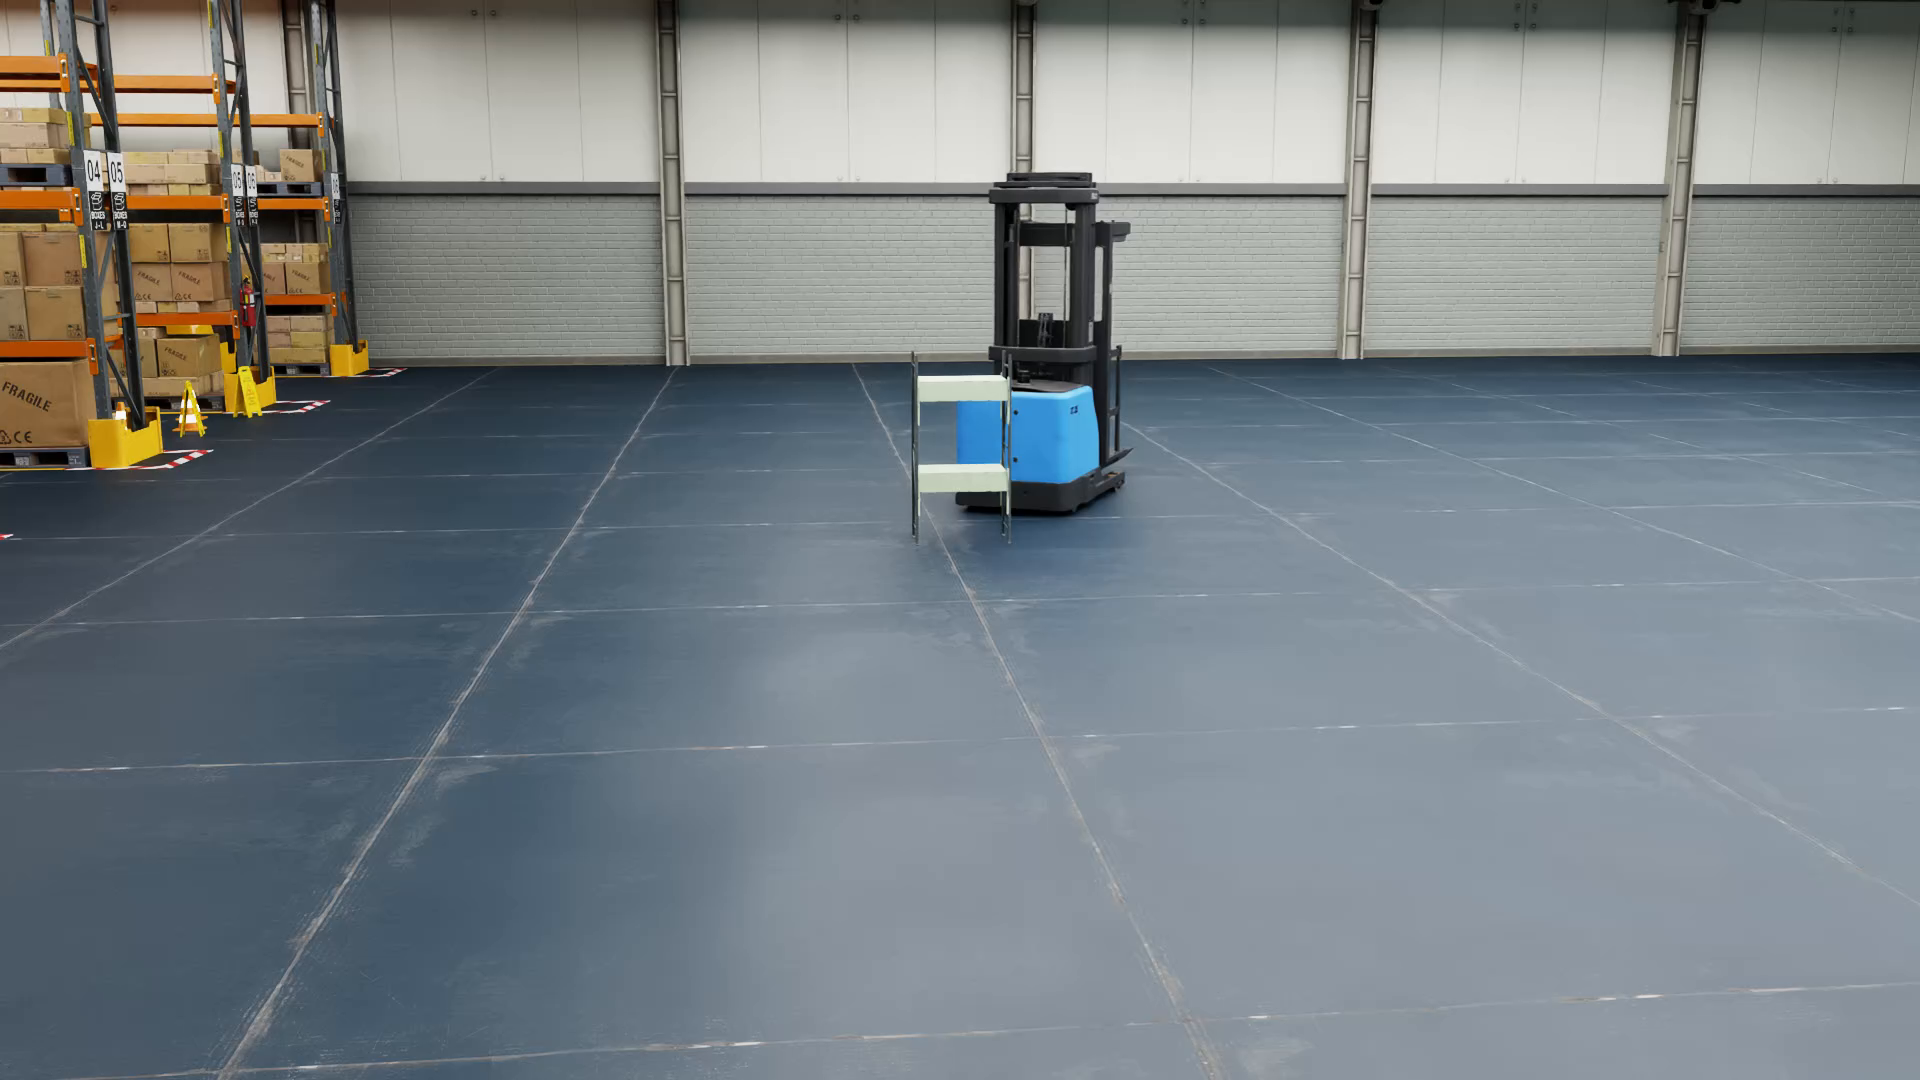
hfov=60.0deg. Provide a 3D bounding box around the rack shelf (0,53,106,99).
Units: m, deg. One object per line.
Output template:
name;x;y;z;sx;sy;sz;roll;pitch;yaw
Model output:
rack shelf;-10.868;-4.678;16.737;4.000;0.370;1.077;-1;11;-6

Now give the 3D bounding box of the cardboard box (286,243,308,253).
cardboard box;-10.630;-4.679;26.678;0.250;0.149;0.380;-1;11;-6

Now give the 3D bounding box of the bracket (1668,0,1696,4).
bracket;12.641;-9.516;29.112;0.430;0.232;0.235;-1;11;-6

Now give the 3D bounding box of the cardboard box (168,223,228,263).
cardboard box;-9.999;-3.906;21.836;0.500;0.500;0.700;-1;11;-7

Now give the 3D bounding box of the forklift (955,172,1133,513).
forklift;0.939;-1.917;15.523;1.130;2.935;3.031;4;12;20

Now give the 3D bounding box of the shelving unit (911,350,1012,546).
shelving unit;0.007;-0.736;13.224;0.755;1.500;0.431;-1;11;-6

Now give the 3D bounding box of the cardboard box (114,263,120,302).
cardboard box;-11.021;-3.384;21.775;0.500;0.500;0.500;-1;11;-6

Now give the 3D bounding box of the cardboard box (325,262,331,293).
cardboard box;-10.577;-4.316;27.288;0.500;0.500;0.500;-1;11;-4

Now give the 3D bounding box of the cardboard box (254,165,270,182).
cardboard box;-11.098;-5.804;26.342;0.258;0.266;0.396;-1;11;-6

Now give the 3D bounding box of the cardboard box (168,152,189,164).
cardboard box;-10.080;-4.951;21.582;0.250;0.149;0.380;-1;11;-5

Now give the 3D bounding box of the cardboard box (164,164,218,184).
cardboard box;-9.995;-4.754;21.617;0.500;0.250;0.500;-1;11;-7

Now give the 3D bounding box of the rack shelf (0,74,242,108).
rack shelf;-11.503;-5.820;21.517;4.000;0.370;1.077;-1;11;-6

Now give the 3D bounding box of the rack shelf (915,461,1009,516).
rack shelf;0.007;-0.416;13.287;0.720;0.370;0.431;-1;11;-6

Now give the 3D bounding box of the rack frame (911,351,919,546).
rack frame;-0.357;-0.728;13.185;0.023;1.500;0.400;-1;11;-6

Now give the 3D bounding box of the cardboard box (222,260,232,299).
cardboard box;-10.016;-3.511;22.420;0.500;0.500;0.500;-1;11;-7

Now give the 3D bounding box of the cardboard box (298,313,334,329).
cardboard box;-10.553;-3.598;27.341;0.500;0.250;0.500;-1;11;-7

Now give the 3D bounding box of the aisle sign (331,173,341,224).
aisle sign;-9.958;-5.445;26.549;0.004;0.787;0.394;-1;11;-6

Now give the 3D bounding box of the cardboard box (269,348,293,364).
cardboard box;-10.983;-3.002;26.903;0.500;0.250;0.500;-1;11;-6

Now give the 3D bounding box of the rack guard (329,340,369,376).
rack guard;-10.031;-2.998;27.323;0.348;0.500;1.175;-1;11;-6

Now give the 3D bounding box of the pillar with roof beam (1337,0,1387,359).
pillar with roof beam;7.515;-6.876;25.014;0.548;9.000;9.100;-1;11;-6

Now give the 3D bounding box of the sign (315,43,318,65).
sign;-10.010;-7.561;25.872;0.005;0.325;0.100;-1;11;-6

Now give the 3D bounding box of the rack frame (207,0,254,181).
rack frame;-9.515;-6.216;21.659;0.127;3.000;1.000;-1;11;-6

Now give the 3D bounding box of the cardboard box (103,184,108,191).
cardboard box;-11.116;-4.539;21.554;0.250;0.149;0.380;-2;11;-8

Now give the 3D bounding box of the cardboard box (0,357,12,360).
cardboard box;-10.421;-1.443;17.353;0.875;0.875;0.875;-1;11;-7

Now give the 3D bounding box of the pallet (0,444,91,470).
pallet;-9.666;-0.925;17.528;1.213;0.211;1.003;-1;11;-6

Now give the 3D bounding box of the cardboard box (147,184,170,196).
cardboard box;-10.351;-4.549;21.609;0.250;0.149;0.380;-1;11;-4

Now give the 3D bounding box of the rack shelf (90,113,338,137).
rack shelf;-12.043;-6.577;26.397;4.000;0.370;1.077;-1;11;-6

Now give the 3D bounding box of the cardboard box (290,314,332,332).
cardboard box;-10.479;-3.502;26.855;0.500;0.250;0.500;-1;11;-4

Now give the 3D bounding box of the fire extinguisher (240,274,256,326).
fire extinguisher;-9.351;-3.149;21.808;0.183;0.674;0.296;-1;11;-6

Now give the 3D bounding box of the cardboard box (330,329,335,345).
cardboard box;-10.545;-3.356;27.409;0.500;0.250;0.500;-1;11;-5

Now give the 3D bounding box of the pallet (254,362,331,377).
pallet;-10.810;-2.832;27.226;1.213;0.211;1.003;-1;11;-6

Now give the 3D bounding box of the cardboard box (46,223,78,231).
cardboard box;-11.510;-3.882;21.718;0.500;0.500;0.700;-1;11;-6

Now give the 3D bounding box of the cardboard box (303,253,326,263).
cardboard box;-10.369;-4.531;26.697;0.250;0.149;0.380;-1;11;-5

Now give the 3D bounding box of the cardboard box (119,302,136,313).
cardboard box;-10.883;-3.083;21.926;0.250;0.149;0.380;-1;11;-5

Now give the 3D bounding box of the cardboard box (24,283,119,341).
cardboard box;-9.244;-2.382;17.322;0.550;0.550;0.875;-1;11;-6

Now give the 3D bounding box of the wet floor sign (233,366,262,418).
wet floor sign;-9.211;-1.916;21.441;0.232;0.644;0.267;3;11;14

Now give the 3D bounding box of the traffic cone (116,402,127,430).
traffic cone;-9.561;-1.342;18.994;0.334;0.463;0.336;-1;11;-6

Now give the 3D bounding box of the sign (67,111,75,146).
sign;-8.835;-4.088;16.522;0.005;0.325;0.100;-1;11;-6

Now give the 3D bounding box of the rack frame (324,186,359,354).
rack frame;-10.055;-4.224;27.079;0.127;3.000;1.000;-1;11;-6

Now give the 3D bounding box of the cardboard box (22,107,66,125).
cardboard box;-9.178;-4.248;16.661;0.250;0.149;0.380;-1;11;-6

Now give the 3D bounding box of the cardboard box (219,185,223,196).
cardboard box;-9.880;-4.676;22.254;0.250;0.149;0.380;-1;11;-6

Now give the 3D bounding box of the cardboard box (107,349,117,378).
cardboard box;-11.304;-2.410;21.946;0.500;0.500;0.500;-1;11;-7

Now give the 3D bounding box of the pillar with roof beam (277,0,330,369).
pillar with roof beam;-10.379;-6.501;23.107;0.400;9.000;9.100;-1;11;-6

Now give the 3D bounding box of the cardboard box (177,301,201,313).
cardboard box;-10.104;-3.074;21.879;0.250;0.149;0.380;-1;11;-7

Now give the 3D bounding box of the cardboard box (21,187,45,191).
cardboard box;-11.864;-4.507;21.394;0.250;0.149;0.380;-1;11;-7

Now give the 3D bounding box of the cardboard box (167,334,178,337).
cardboard box;-10.890;-2.521;22.512;0.500;0.500;0.500;-2;11;-8

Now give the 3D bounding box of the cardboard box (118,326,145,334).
cardboard box;-10.891;-2.724;21.860;0.250;0.149;0.380;-1;11;-5

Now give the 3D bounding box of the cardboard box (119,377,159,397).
cardboard box;-10.805;-2.052;22.067;0.500;0.250;0.500;-1;11;-6

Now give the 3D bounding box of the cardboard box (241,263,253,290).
cardboard box;-11.542;-4.193;26.661;0.500;0.500;0.500;-1;11;-7

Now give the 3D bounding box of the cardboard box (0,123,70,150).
cardboard box;-9.336;-4.061;16.742;0.500;0.250;0.500;-1;11;-5

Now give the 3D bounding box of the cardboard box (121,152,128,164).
cardboard box;-10.833;-4.943;21.542;0.250;0.149;0.380;-1;11;-6

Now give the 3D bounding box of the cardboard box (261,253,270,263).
cardboard box;-11.132;-4.523;26.658;0.250;0.149;0.380;-1;11;-6

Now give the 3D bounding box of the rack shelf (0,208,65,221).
rack shelf;-16.020;-5.218;26.224;4.000;0.370;1.077;-1;11;-6

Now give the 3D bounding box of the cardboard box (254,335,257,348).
cardboard box;-11.516;-3.233;26.782;0.500;0.250;0.500;-1;11;-7

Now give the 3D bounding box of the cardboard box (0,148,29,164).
cardboard box;-9.424;-3.852;16.713;0.250;0.149;0.380;-1;11;-6

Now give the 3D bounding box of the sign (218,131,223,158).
sign;-9.475;-5.072;21.320;0.005;0.325;0.100;-1;11;-6

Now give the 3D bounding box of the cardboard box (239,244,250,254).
cardboard box;-11.390;-4.650;26.535;0.250;0.149;0.380;-1;11;-5
